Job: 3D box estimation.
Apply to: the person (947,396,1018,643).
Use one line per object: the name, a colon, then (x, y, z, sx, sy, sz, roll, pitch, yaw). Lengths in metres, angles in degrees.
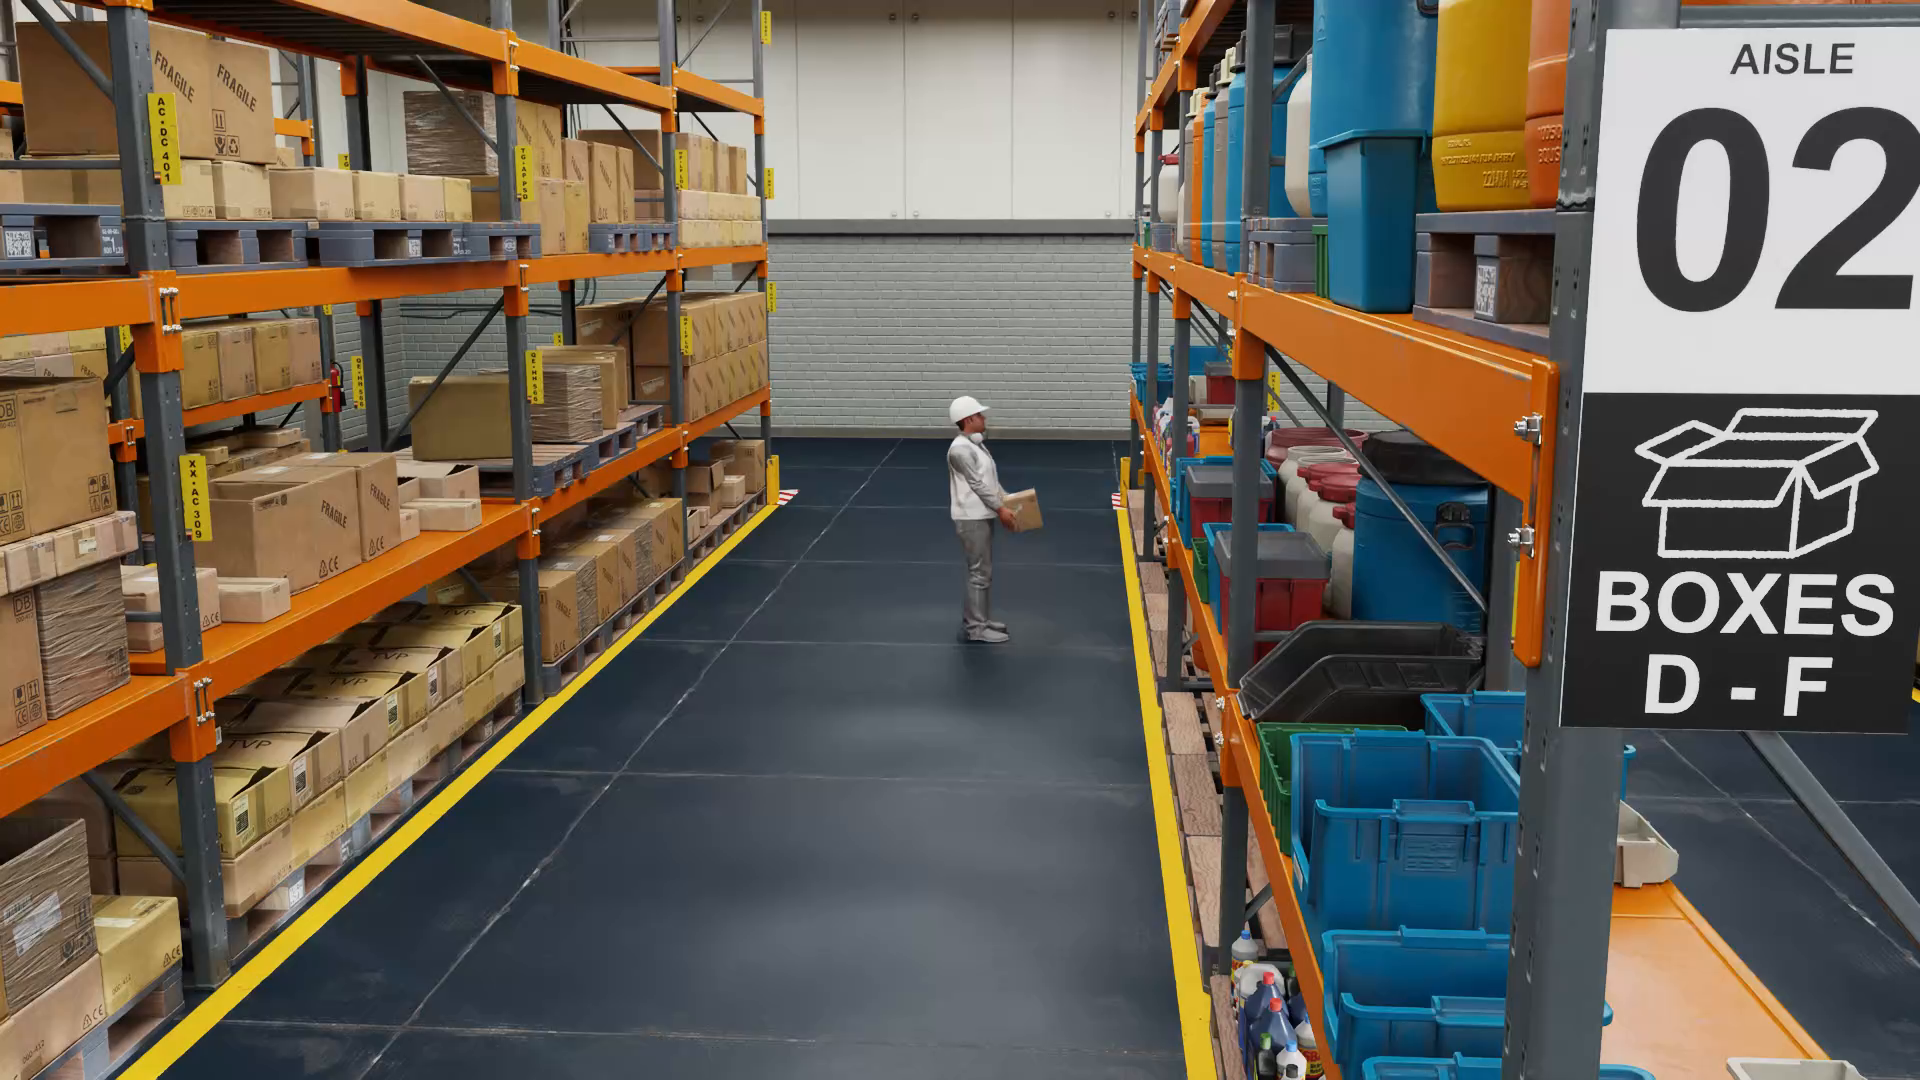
person: (0.187, -0.164, 12.214, 0.533, 1.776, 0.514, 2, 11, 11)
